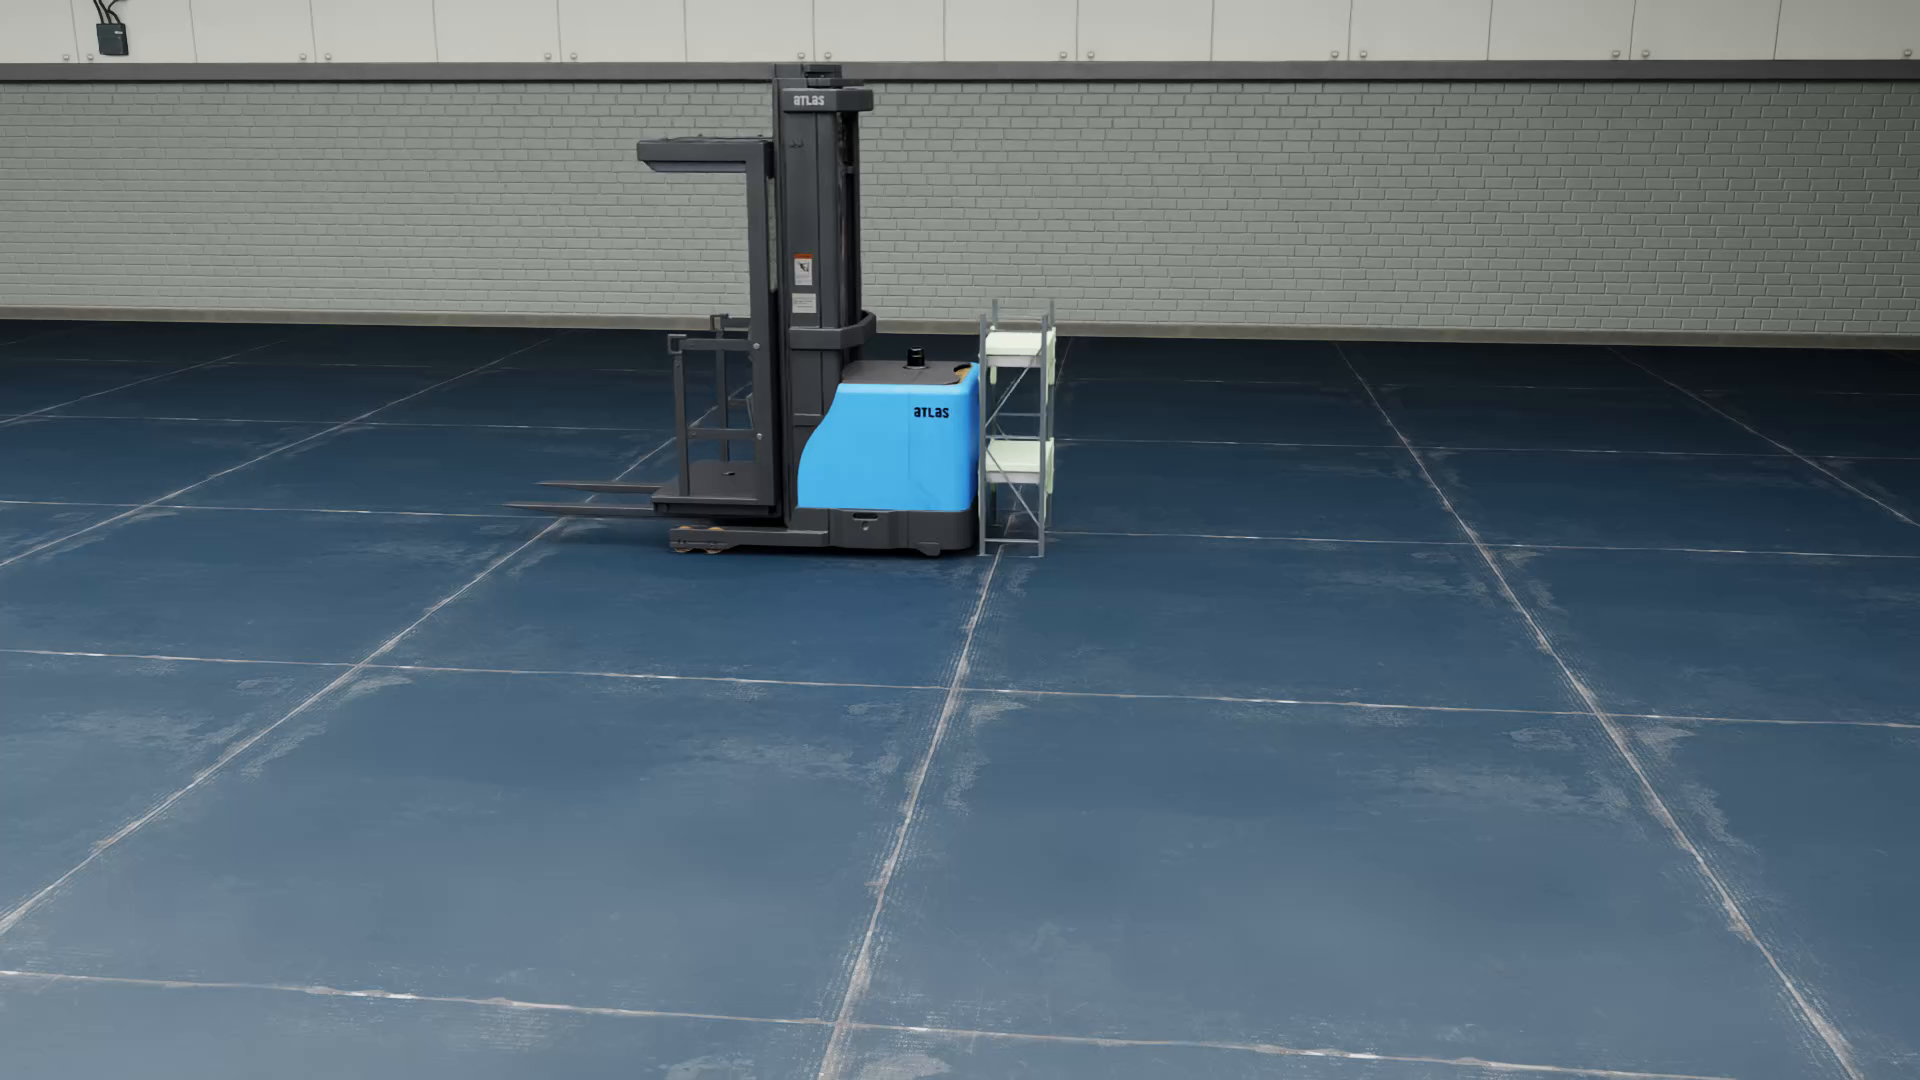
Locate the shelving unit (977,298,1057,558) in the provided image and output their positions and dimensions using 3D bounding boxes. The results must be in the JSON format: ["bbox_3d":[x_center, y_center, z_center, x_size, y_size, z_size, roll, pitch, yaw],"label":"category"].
[{"bbox_3d":[0.362,-0.715,10.432,0.431,1.500,0.755,2,15,6],"label":"shelving unit"}]

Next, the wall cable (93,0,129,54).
[{"bbox_3d":[-9.123,-8.673,18.980,2.305,6.003,0.169,2,15,6],"label":"wall cable"}]

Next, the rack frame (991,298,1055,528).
[{"bbox_3d":[0.404,-0.810,10.783,0.400,1.500,0.023,2,15,6],"label":"rack frame"}]

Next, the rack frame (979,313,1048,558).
[{"bbox_3d":[0.320,-0.620,10.081,0.400,1.500,0.023,2,15,6],"label":"rack frame"}]

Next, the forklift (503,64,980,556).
[{"bbox_3d":[-1.385,-1.463,10.458,3.031,2.935,1.130,2,15,6],"label":"forklift"}]

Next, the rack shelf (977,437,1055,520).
[{"bbox_3d":[0.362,-0.400,10.517,0.431,0.370,0.720,2,15,6],"label":"rack shelf"}]

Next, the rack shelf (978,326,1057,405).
[{"bbox_3d":[0.362,-1.091,10.330,0.431,0.370,0.720,2,15,6],"label":"rack shelf"}]
